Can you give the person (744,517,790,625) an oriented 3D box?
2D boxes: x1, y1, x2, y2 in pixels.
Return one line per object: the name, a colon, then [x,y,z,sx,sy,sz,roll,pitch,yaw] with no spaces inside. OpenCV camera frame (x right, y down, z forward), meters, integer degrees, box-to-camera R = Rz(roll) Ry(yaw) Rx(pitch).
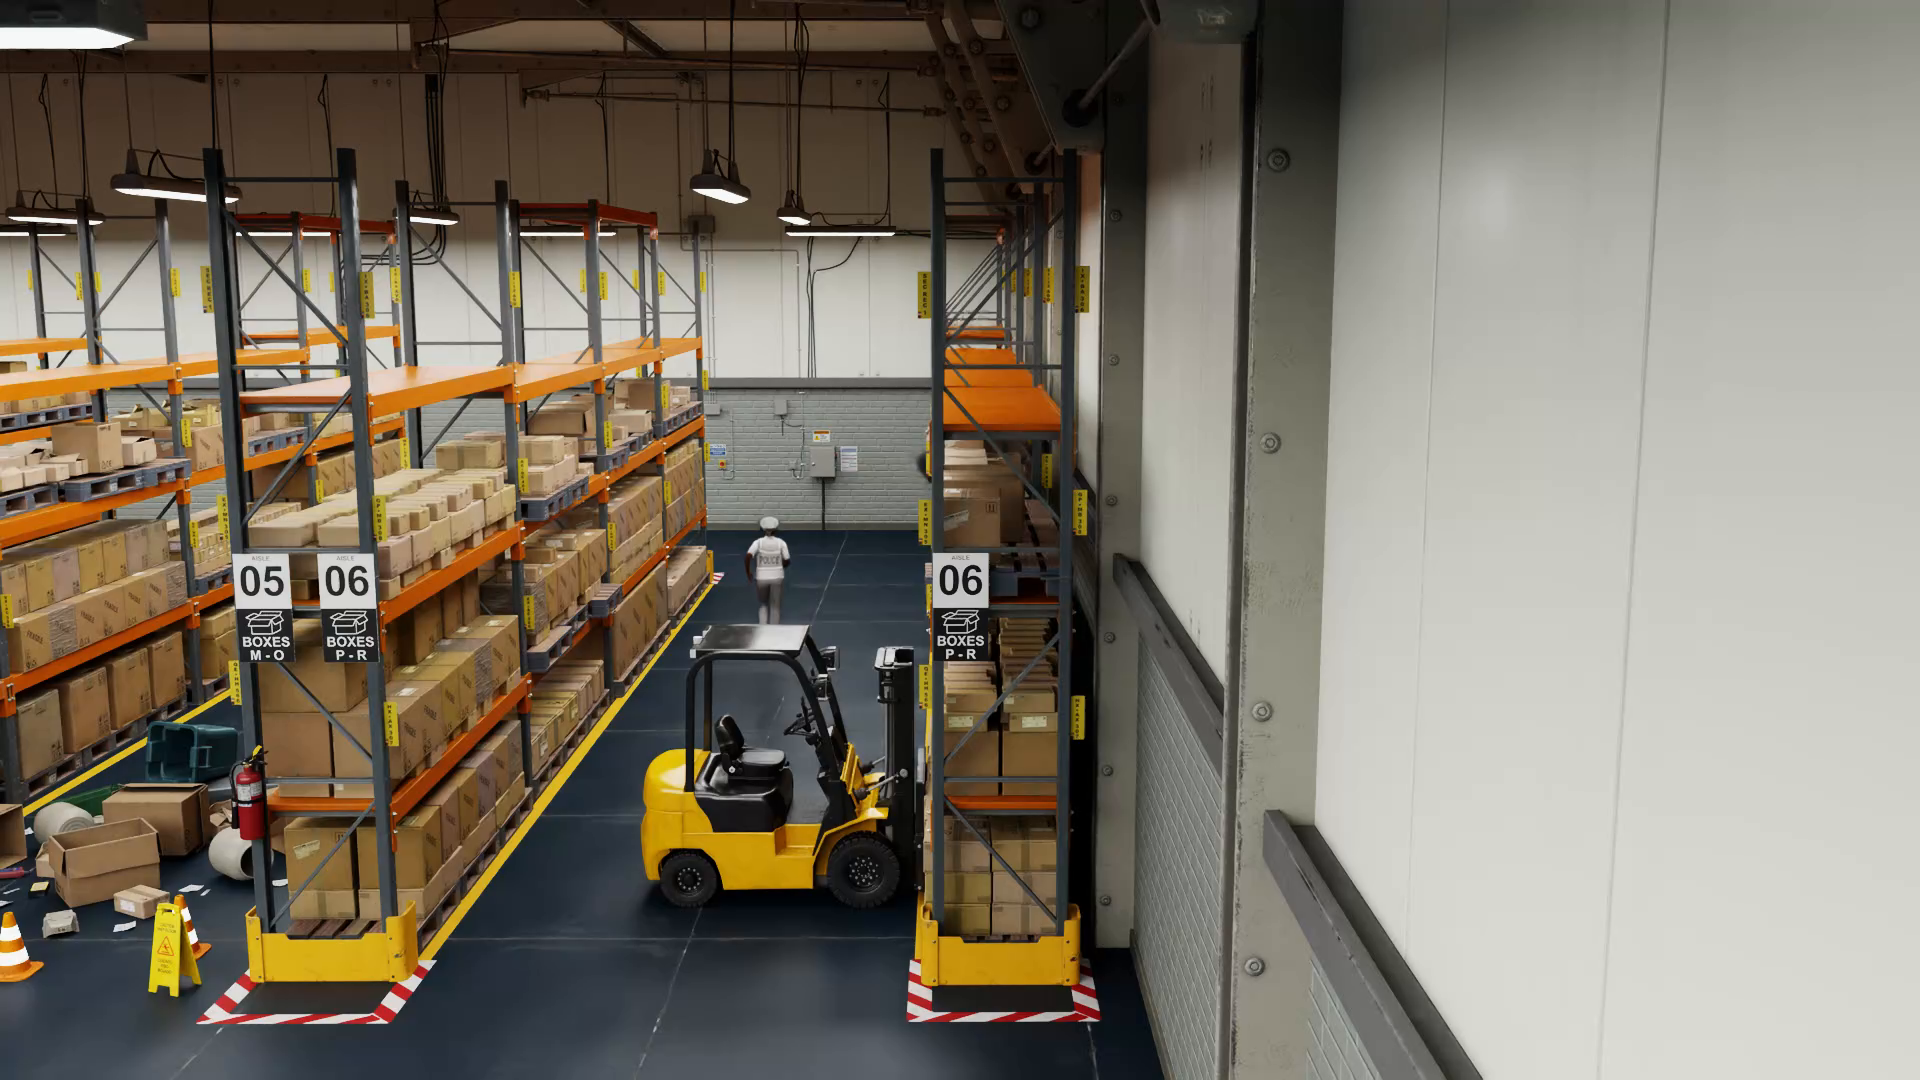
person: [-2.542,0.560,22.024,0.596,1.745,0.640,-1,9,-4]
